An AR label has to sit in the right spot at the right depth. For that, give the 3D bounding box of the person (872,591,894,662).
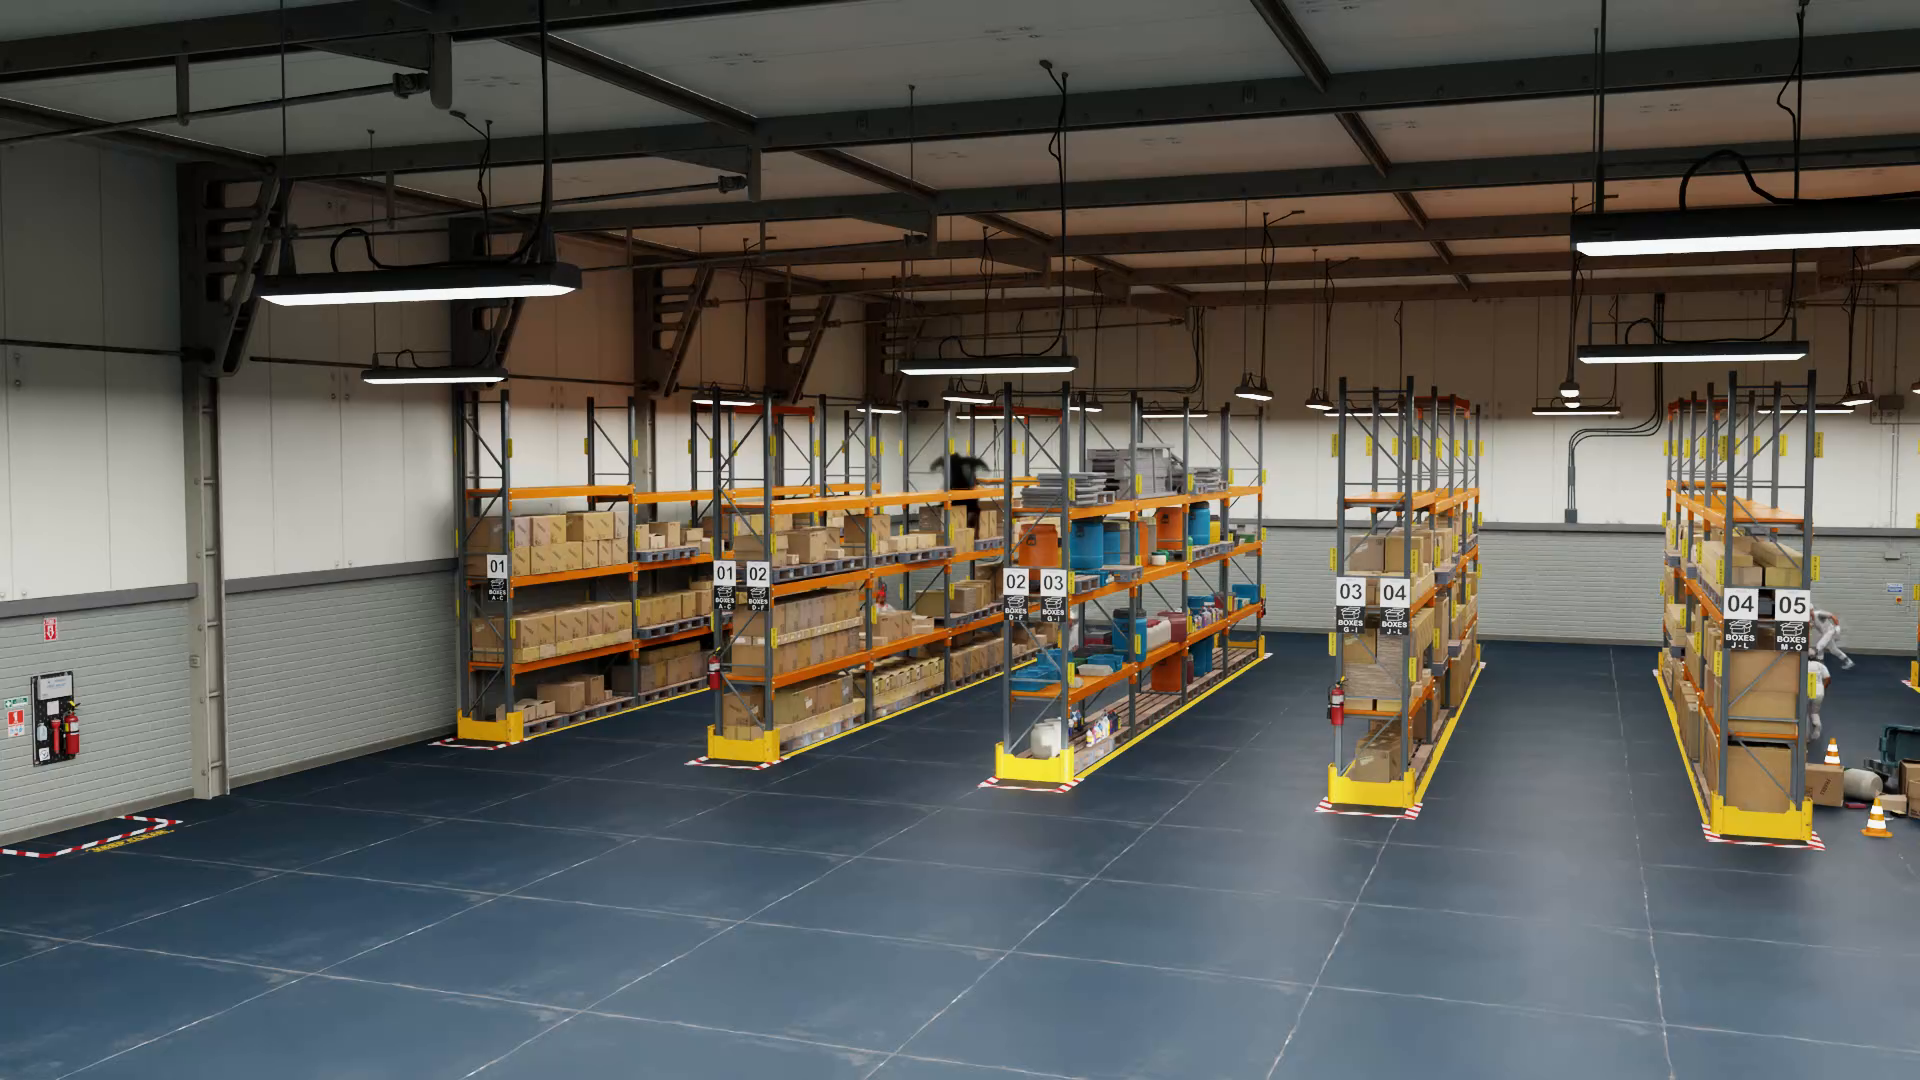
[{"bbox_3d":[-1.796,2.045,37.469,0.647,1.782,0.698,1,3,9],"label":"person"}]

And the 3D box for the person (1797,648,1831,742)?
[{"bbox_3d":[14.500,2.653,28.325,0.606,1.590,0.598,1,3,17],"label":"person"}]

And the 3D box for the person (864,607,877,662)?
[{"bbox_3d":[-1.861,2.218,35.542,0.600,1.666,0.941,1,3,18],"label":"person"}]

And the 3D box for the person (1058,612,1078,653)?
[{"bbox_3d":[2.309,2.302,33.948,0.649,1.714,0.808,1,3,19],"label":"person"}]

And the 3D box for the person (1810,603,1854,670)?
[{"bbox_3d":[19.480,2.188,37.359,1.188,1.550,0.682,0,3,-6],"label":"person"}]
